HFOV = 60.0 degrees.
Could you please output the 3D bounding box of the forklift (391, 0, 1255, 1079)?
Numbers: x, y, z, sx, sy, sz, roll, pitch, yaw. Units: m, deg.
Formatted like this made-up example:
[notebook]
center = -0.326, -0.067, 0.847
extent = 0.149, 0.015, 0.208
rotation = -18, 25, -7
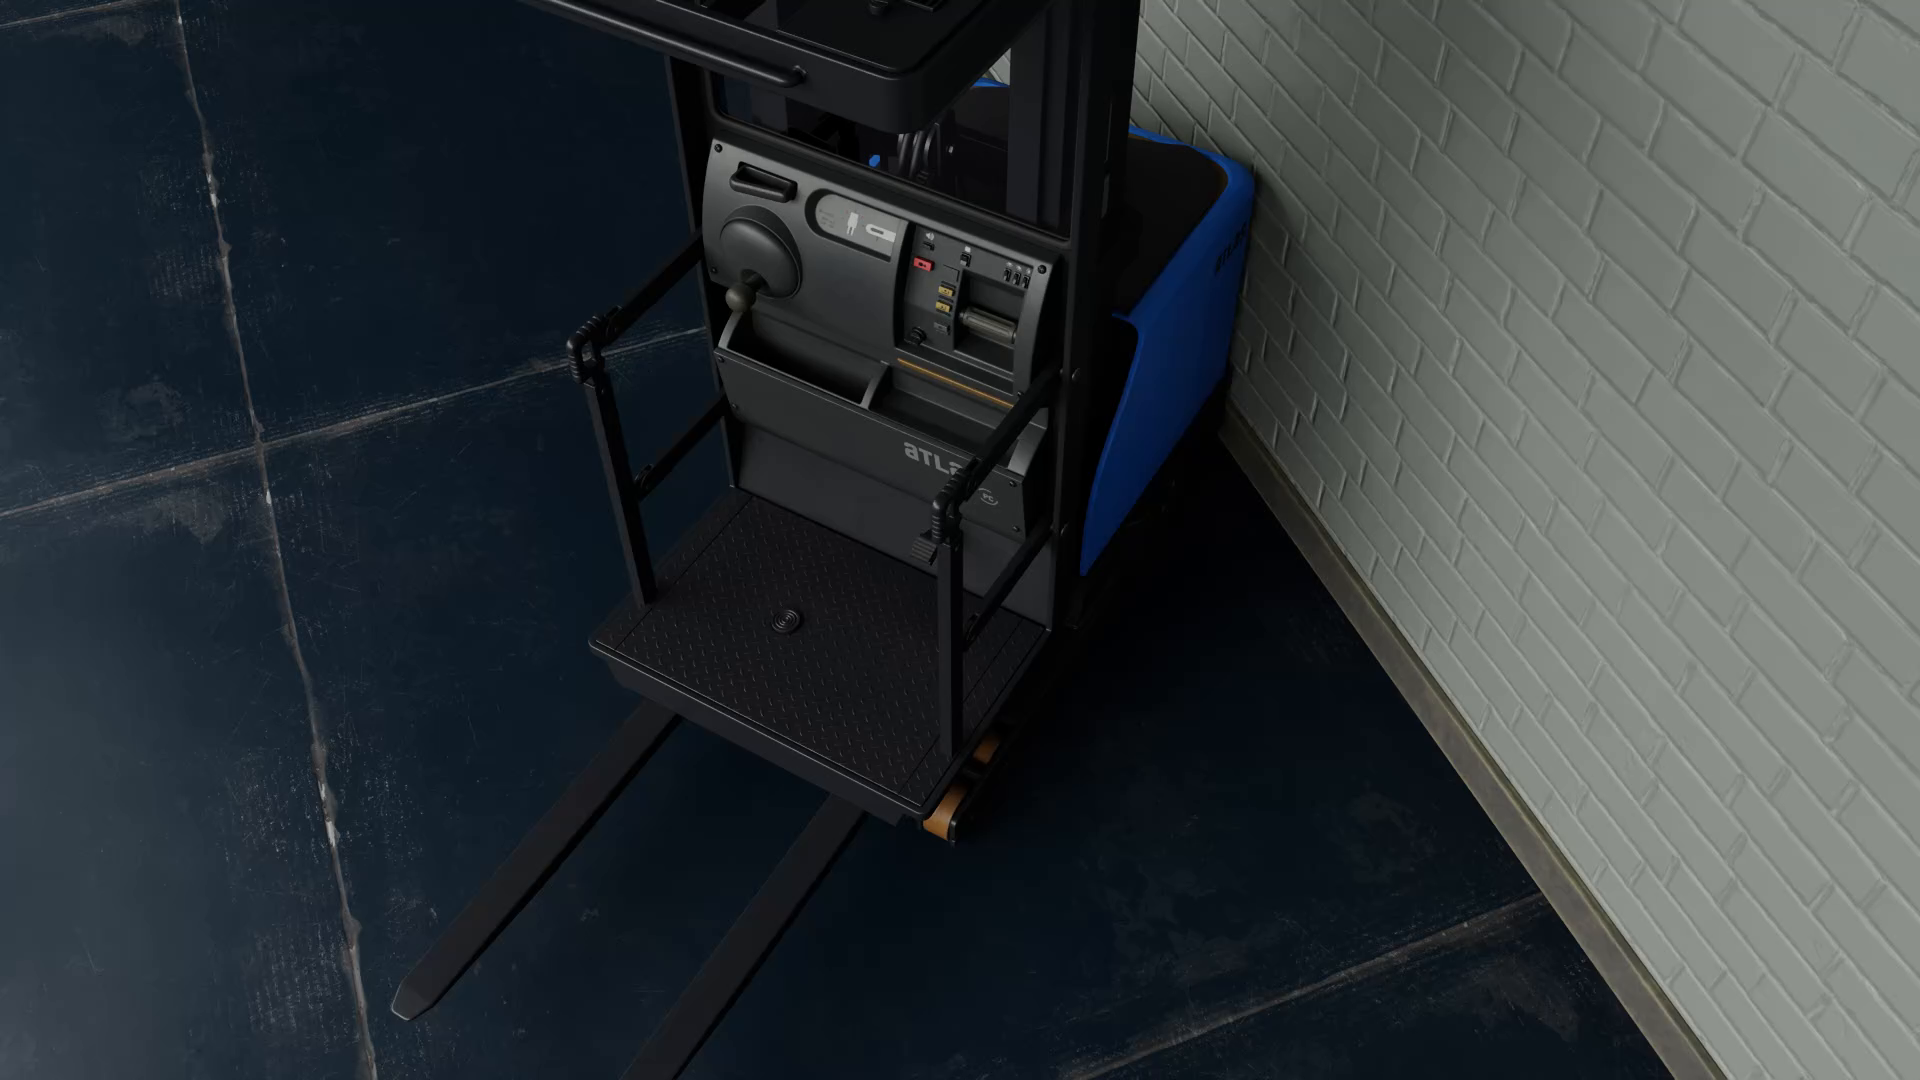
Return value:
[forklift]
center = -0.316, -0.546, 3.787
extent = 1.130, 2.935, 3.031
rotation = 24, 53, 19
